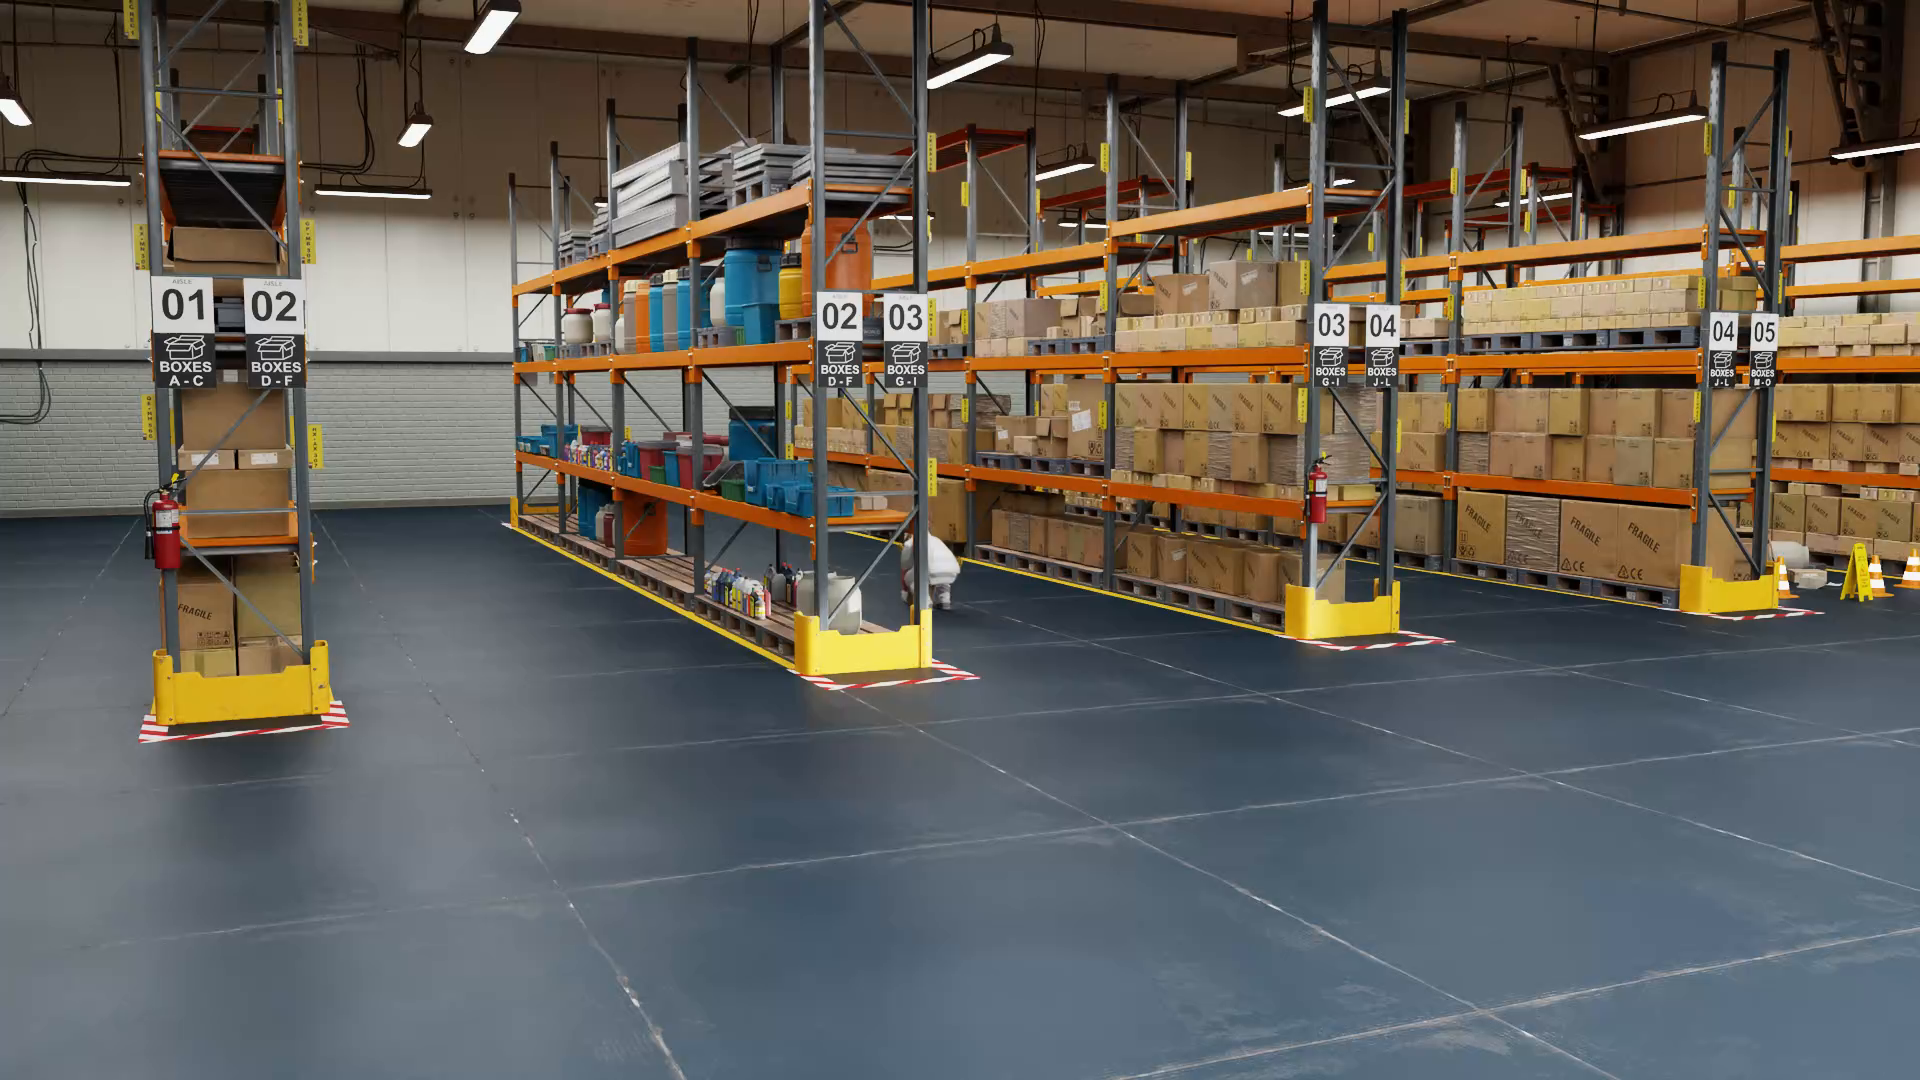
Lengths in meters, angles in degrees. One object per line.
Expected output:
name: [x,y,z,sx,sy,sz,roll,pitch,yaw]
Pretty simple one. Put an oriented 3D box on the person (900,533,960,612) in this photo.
person: [-0.341,0.320,18.146,0.544,0.877,0.889,-2,6,-24]
